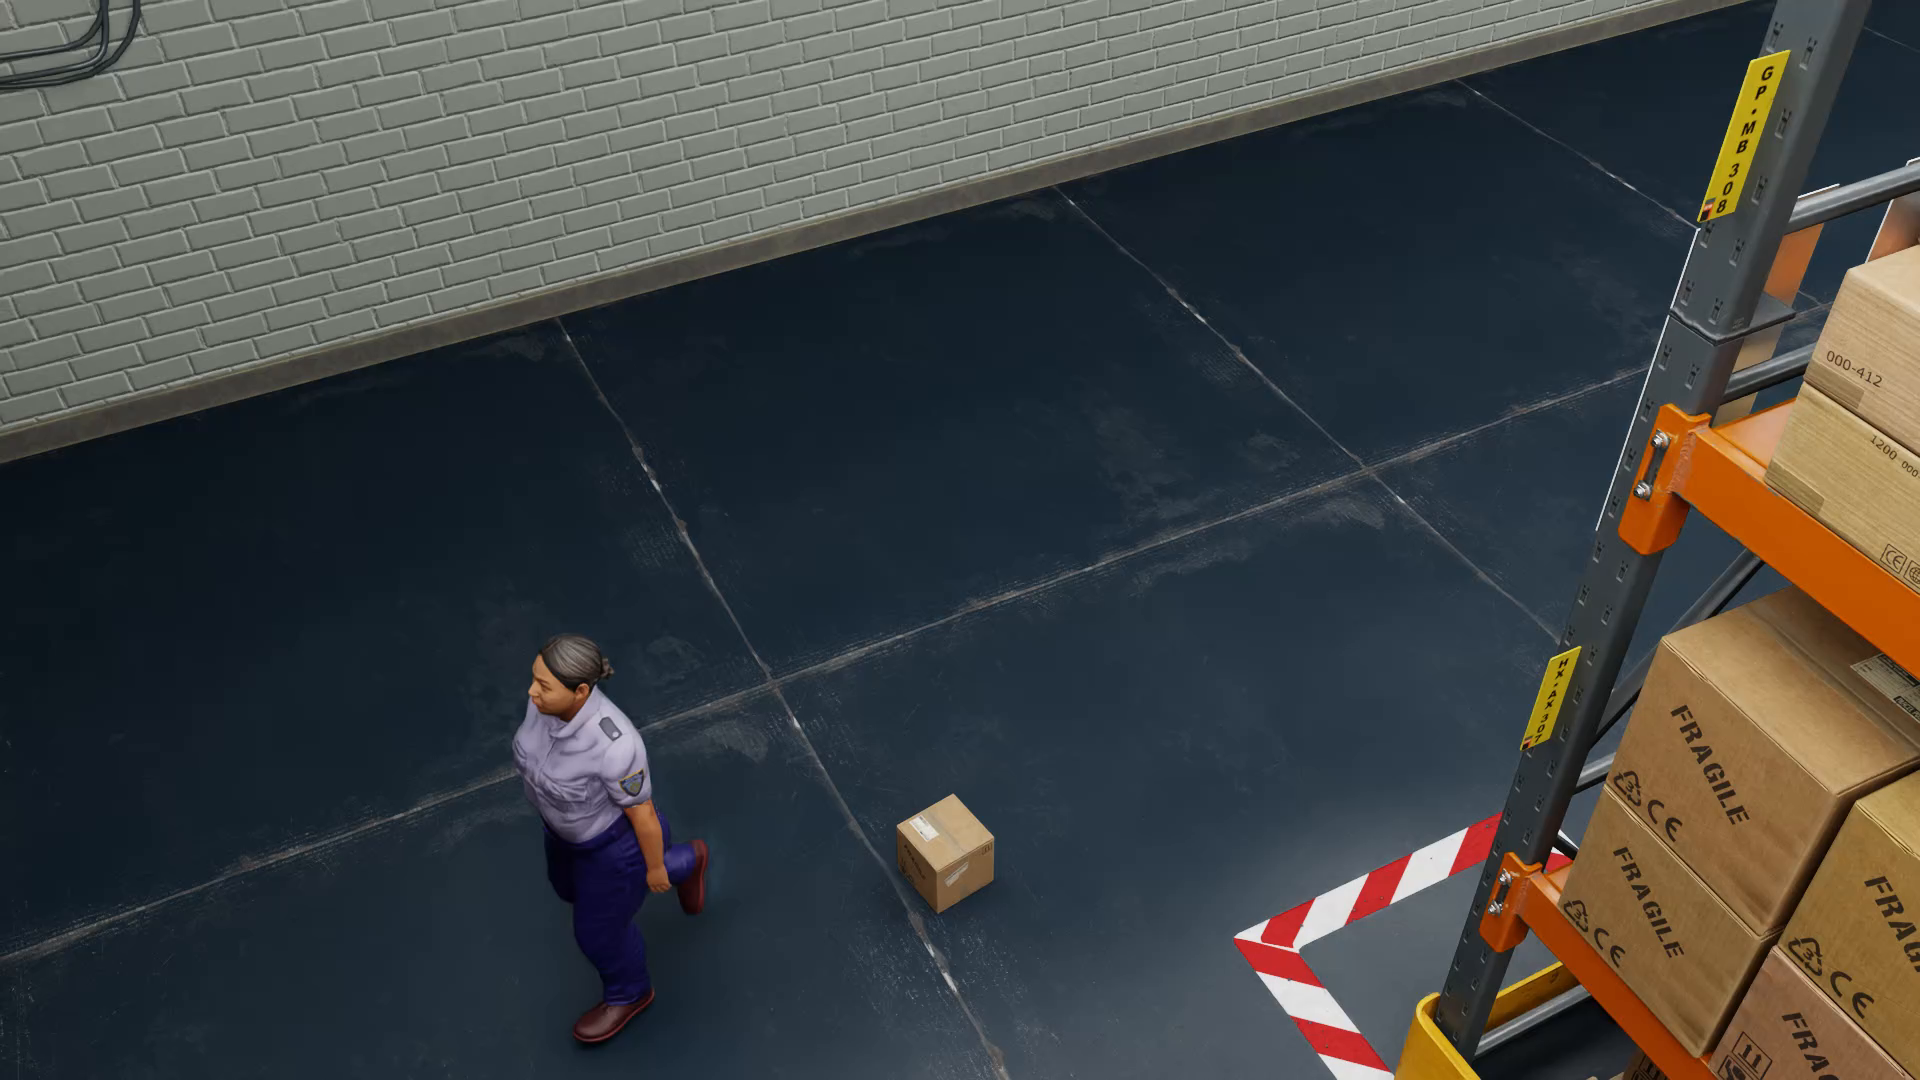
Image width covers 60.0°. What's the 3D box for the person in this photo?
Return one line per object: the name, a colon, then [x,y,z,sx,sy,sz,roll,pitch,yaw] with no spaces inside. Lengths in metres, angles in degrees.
person: [-1.071,0.864,5.180,0.671,1.619,0.501,-29,49,-29]
